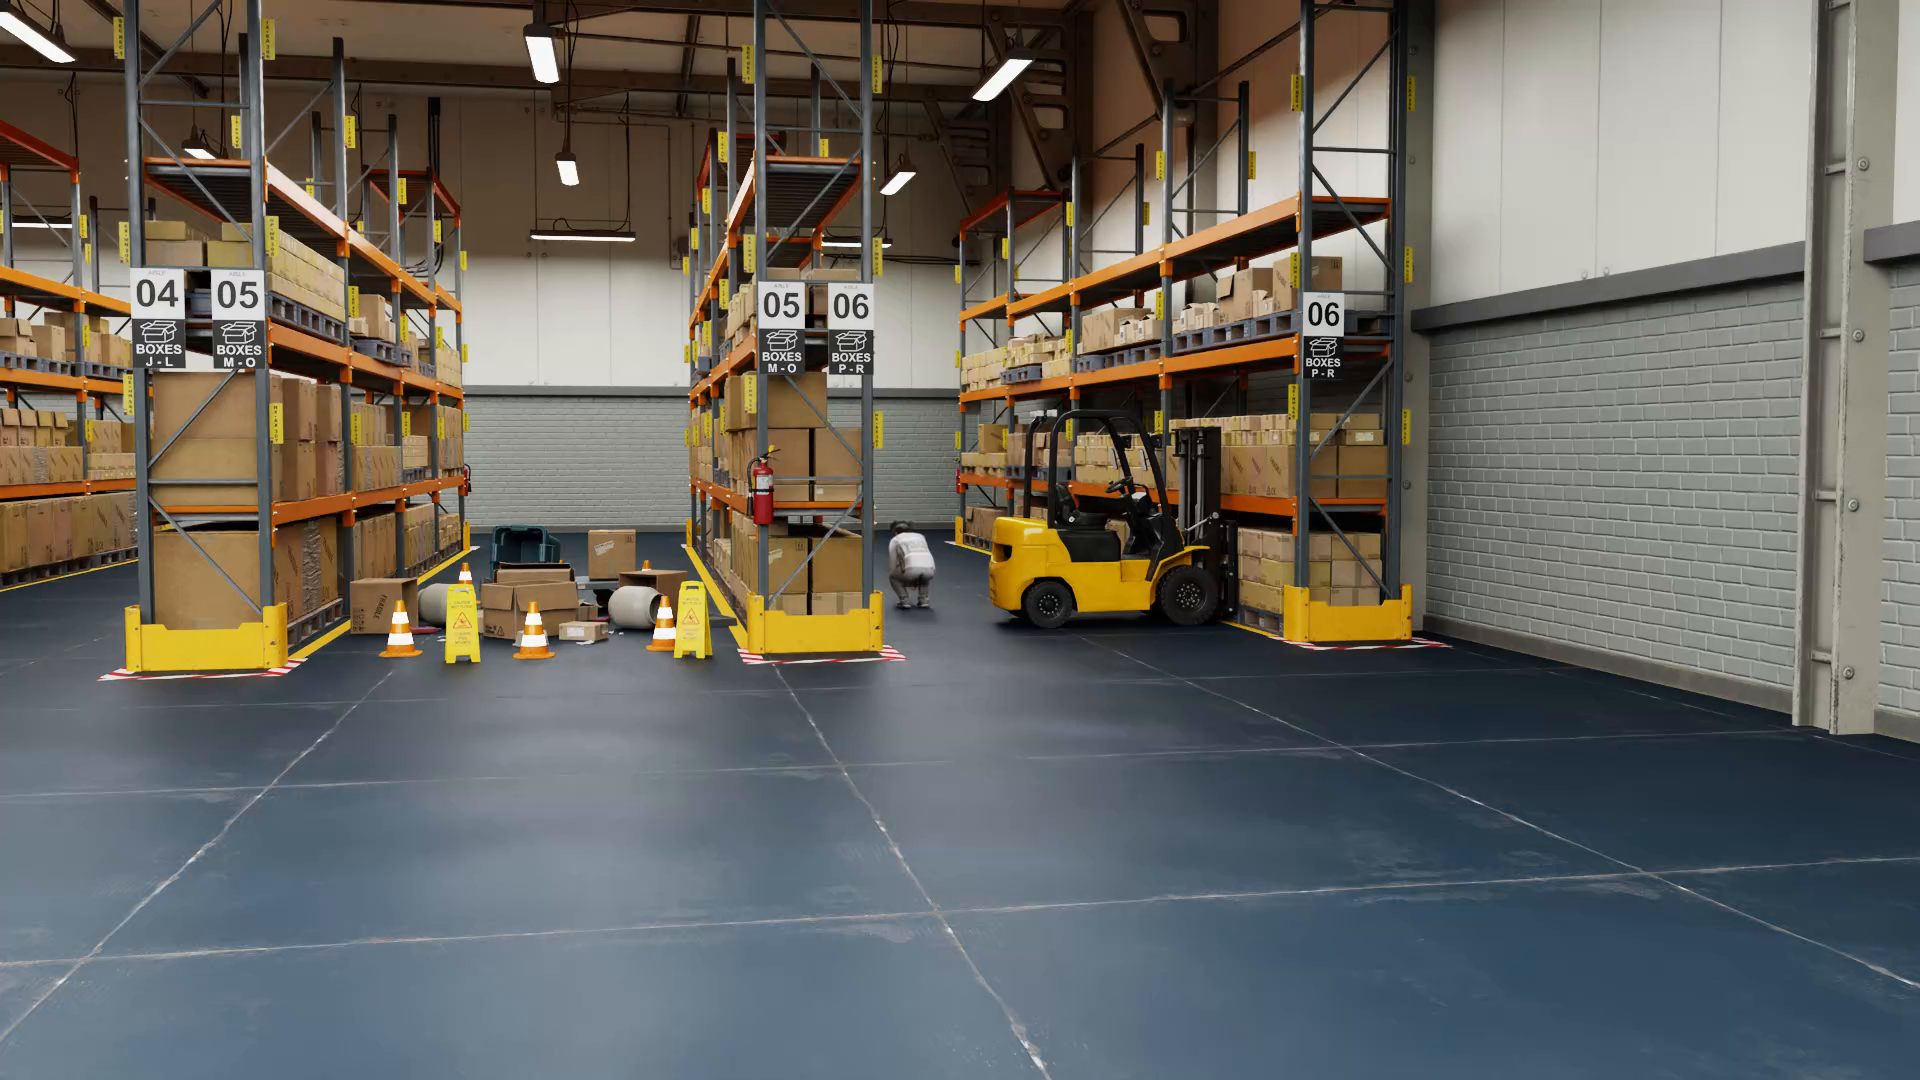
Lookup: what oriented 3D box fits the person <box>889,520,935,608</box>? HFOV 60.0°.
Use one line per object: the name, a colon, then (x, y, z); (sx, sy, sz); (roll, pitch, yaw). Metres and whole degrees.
person: (-0.568, 0.267, 18.657); (0.443, 0.981, 0.843); (-1, 3, -17)
